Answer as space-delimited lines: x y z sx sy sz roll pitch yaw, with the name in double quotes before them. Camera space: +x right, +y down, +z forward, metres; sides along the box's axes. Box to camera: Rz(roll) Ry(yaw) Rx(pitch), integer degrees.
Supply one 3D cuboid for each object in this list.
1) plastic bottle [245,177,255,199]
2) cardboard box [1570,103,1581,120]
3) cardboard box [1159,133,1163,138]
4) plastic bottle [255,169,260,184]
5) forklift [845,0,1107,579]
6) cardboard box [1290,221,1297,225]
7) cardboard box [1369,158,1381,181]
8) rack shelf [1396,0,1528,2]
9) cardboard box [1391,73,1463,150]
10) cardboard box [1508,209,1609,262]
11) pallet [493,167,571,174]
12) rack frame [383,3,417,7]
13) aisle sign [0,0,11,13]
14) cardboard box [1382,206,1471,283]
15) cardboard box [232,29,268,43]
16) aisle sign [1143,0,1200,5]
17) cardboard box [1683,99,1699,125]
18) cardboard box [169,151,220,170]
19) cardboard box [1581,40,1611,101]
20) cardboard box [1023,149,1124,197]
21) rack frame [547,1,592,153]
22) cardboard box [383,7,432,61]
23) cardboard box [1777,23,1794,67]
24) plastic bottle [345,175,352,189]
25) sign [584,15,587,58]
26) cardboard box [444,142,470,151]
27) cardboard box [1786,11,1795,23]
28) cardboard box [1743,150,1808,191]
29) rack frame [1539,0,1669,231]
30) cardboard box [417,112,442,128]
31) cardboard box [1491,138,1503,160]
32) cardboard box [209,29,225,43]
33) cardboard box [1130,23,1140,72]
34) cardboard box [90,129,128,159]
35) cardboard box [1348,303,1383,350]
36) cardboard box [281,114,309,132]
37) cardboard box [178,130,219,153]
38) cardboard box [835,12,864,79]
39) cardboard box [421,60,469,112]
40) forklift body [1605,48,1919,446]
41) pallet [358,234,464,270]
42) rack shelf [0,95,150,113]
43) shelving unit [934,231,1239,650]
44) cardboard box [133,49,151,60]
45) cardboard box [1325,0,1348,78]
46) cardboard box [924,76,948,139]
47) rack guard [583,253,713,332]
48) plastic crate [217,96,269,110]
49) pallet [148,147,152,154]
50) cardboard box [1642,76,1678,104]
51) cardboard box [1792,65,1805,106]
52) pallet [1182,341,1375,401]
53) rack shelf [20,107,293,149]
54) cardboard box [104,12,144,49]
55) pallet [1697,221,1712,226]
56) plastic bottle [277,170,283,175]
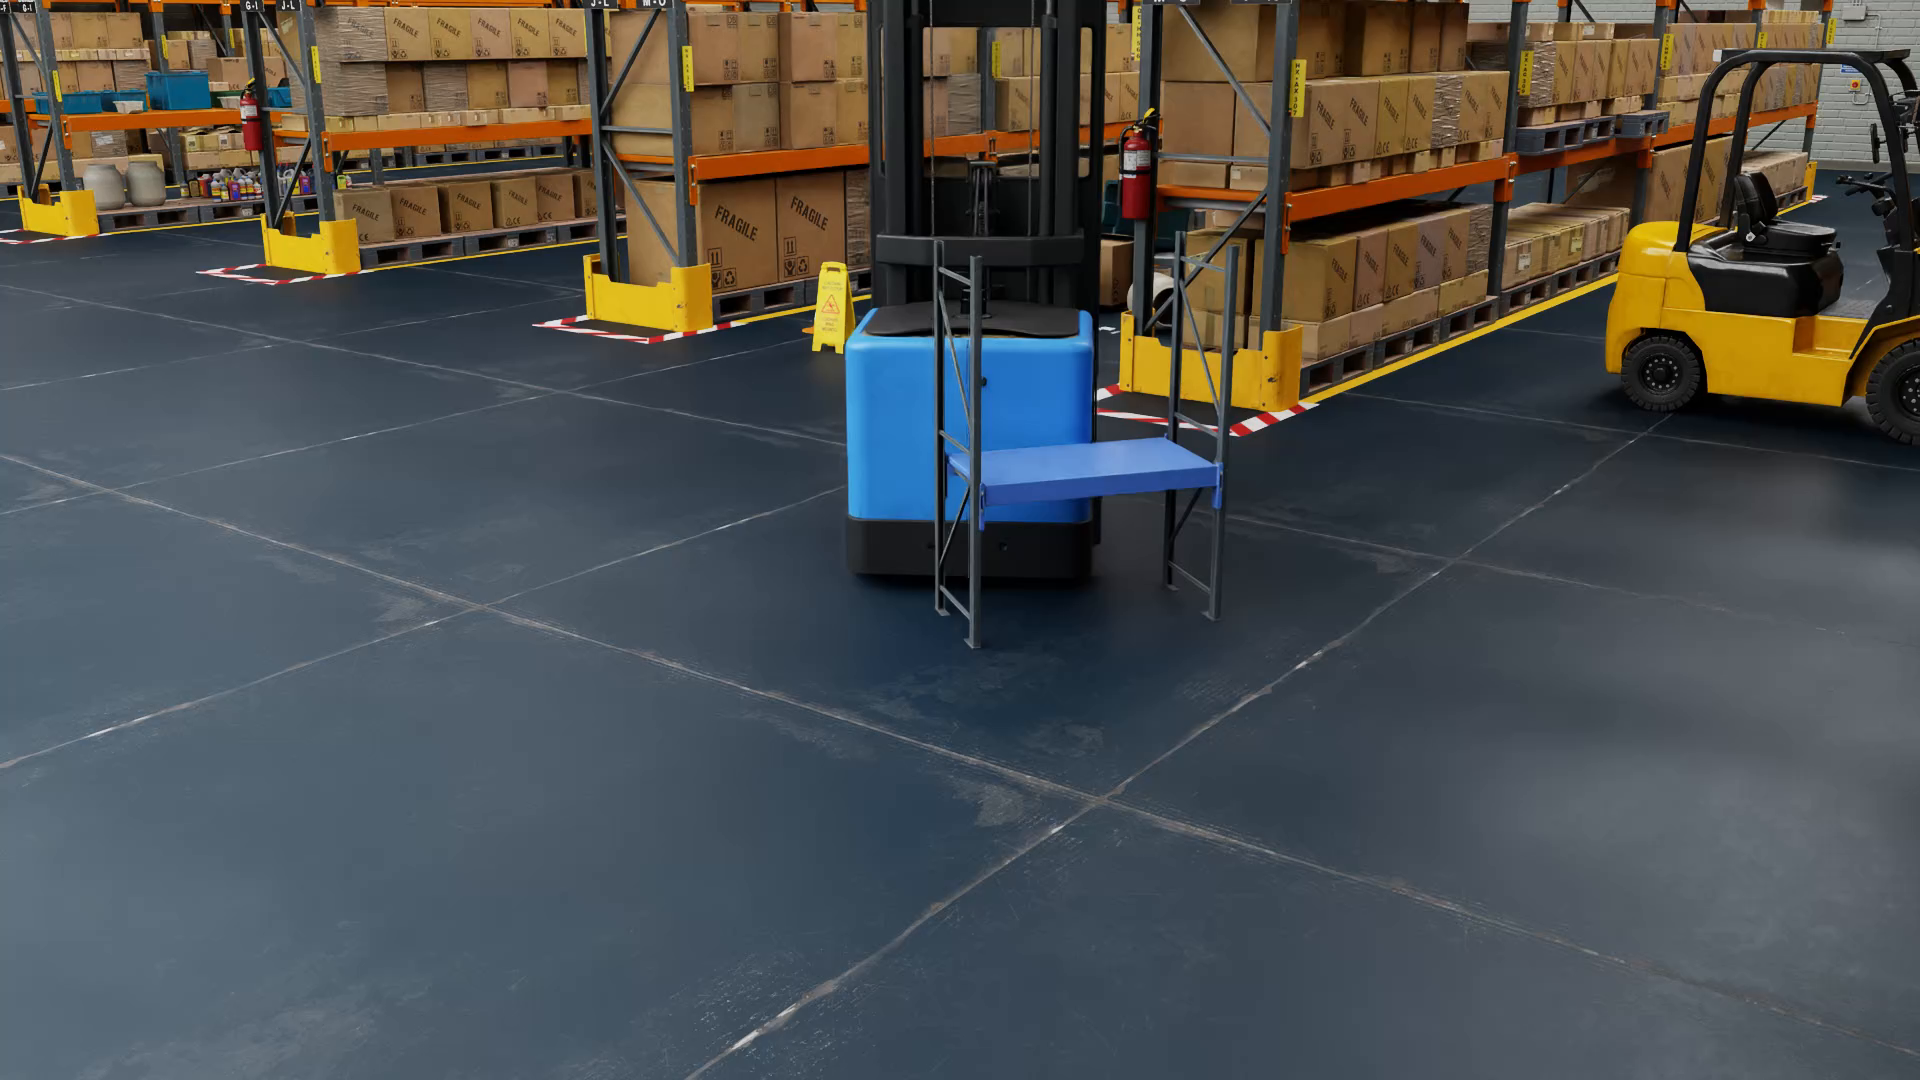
"plastic bottle" -8.794 -4.357 20.576 0.097 0.271 0.097 0 17 0
"cardboard box" 5.113 -3.702 14.323 0.380 0.149 0.250 13 21 35
"cardboard box" 2.805 -6.923 27.853 0.875 0.875 0.875 12 21 35
"plastic bottle" -9.064 -4.638 21.459 0.061 0.283 0.133 14 22 37
"forklift" 0.139 -1.625 8.034 1.130 2.935 3.031 1 17 4
"cardboard box" 2.133 -2.292 11.638 0.380 0.149 0.250 13 21 36
"cardboard box" 2.594 -2.497 11.151 0.380 0.149 0.250 13 22 36
"rack shelf" 2.739 -3.907 11.422 1.077 0.370 4.000 12 21 35
"cardboard box" 3.259 -3.086 11.954 0.500 0.500 0.500 13 22 36
"cardboard box" 5.536 -2.883 15.691 0.950 0.372 0.625 12 21 34
"pallet" -6.115 -5.364 24.661 1.003 0.211 1.213 12 21 35
"rack frame" -11.195 -9.577 33.525 1.000 3.000 0.127 12 21 35
"aisle sign" -10.670 -6.245 18.412 0.394 0.787 0.004 12 21 35
"cardboard box" 3.492 -2.230 12.531 0.500 0.500 0.500 13 21 36
"cardboard box" -13.084 -9.251 30.507 0.500 0.250 0.500 13 22 36
"aisle sign" 1.278 -3.620 9.958 0.394 0.787 0.004 12 21 35
"cardboard box" 7.417 -4.497 17.419 0.500 0.250 0.500 13 22 36
"cardboard box" -11.542 -5.737 25.087 0.500 0.250 0.500 12 21 33
"cardboard box" 5.342 -4.105 14.525 0.500 0.500 0.500 11 21 32
"cardboard box" 1.325 -3.886 18.284 1.050 0.750 0.750 13 21 36
"rack frame" -7.215 -8.702 30.709 1.000 3.000 0.127 12 21 35
"cardboard box" -5.561 -4.961 16.304 0.500 0.500 0.500 12 21 35
"cardboard box" 9.796 -6.035 20.265 0.500 0.500 0.500 13 21 36
"plastic bottle" -7.971 -4.653 21.646 0.097 0.201 0.097 0 17 0
"sign" -2.915 -3.957 13.078 0.100 0.325 0.005 12 21 35
"cardboard box" -8.790 -6.950 28.538 0.500 0.500 0.500 12 21 33
"cardboard box" 10.017 -6.424 20.423 0.380 0.149 0.250 12 21 35
"cardboard box" 10.768 -4.955 22.252 0.875 0.438 0.875 12 21 33
"rack frame" 6.314 -4.247 16.362 1.000 3.000 0.127 12 21 35
"cardboard box" -5.438 -4.233 16.741 0.380 0.149 0.250 12 21 35
"cardboard box" 3.984 -3.044 12.911 0.380 0.149 0.250 12 21 34
"cardboard box" -13.517 -9.335 30.779 0.500 0.250 0.500 13 22 36
"cardboard box" 1.703 -5.397 18.211 0.700 0.500 0.500 12 21 34
"cardboard box" -12.389 -5.776 23.951 0.500 0.500 0.500 12 21 35
"cardboard box" 2.561 -1.492 11.420 0.500 0.250 0.500 13 22 37
"cardboard box" -6.407 -4.077 16.239 0.380 0.149 0.250 12 21 35
"cardboard box" -11.535 -6.007 25.011 0.500 0.311 0.500 13 21 35
"cardboard box" -1.328 -4.267 14.353 0.875 0.550 0.500 12 21 35
"cardboard box" -5.527 -4.660 17.023 0.875 0.500 0.500 12 21 35
"forklift body" 5.201 -1.834 10.023 2.313 2.155 1.214 12 21 35
"pallet" -5.853 -2.966 16.940 1.003 0.211 1.213 12 21 35
"rack shelf" -13.173 -5.977 23.146 1.077 0.370 4.000 12 21 35
"shelving unit" 0.473 -0.411 6.537 1.048 1.500 0.538 -5 18 -17
"cardboard box" -11.971 -7.052 24.132 0.380 0.149 0.250 12 21 35
"cardboard box" 2.206 -3.428 11.369 0.700 0.500 0.500 12 21 34
"cardboard box" -0.624 -3.992 15.287 0.875 0.550 0.550 12 21 35
"rack guard" -2.502 -1.993 13.318 1.175 0.500 0.348 12 21 35
"plastic crate" -8.770 -5.363 20.401 0.530 0.136 0.437 12 21 35
"pallet" -14.773 -6.817 29.340 1.003 0.211 1.213 12 21 35
"cardboard box" 6.815 -4.491 16.558 0.500 0.250 0.500 12 21 34
"cardboard box" 10.396 -5.797 21.186 0.500 0.500 0.500 13 22 36
"pallet" 2.105 -1.215 11.301 1.003 0.211 1.213 12 21 35
"rack shelf" -9.197 -5.101 20.324 1.077 0.370 4.000 12 21 35
"cardboard box" -12.241 -7.357 24.022 0.700 0.500 0.500 13 21 35
"pallet" 7.572 -3.379 18.269 1.003 0.211 1.213 12 21 35
"plastic bottle" -8.809 -4.653 21.528 0.097 0.271 0.097 0 17 0
